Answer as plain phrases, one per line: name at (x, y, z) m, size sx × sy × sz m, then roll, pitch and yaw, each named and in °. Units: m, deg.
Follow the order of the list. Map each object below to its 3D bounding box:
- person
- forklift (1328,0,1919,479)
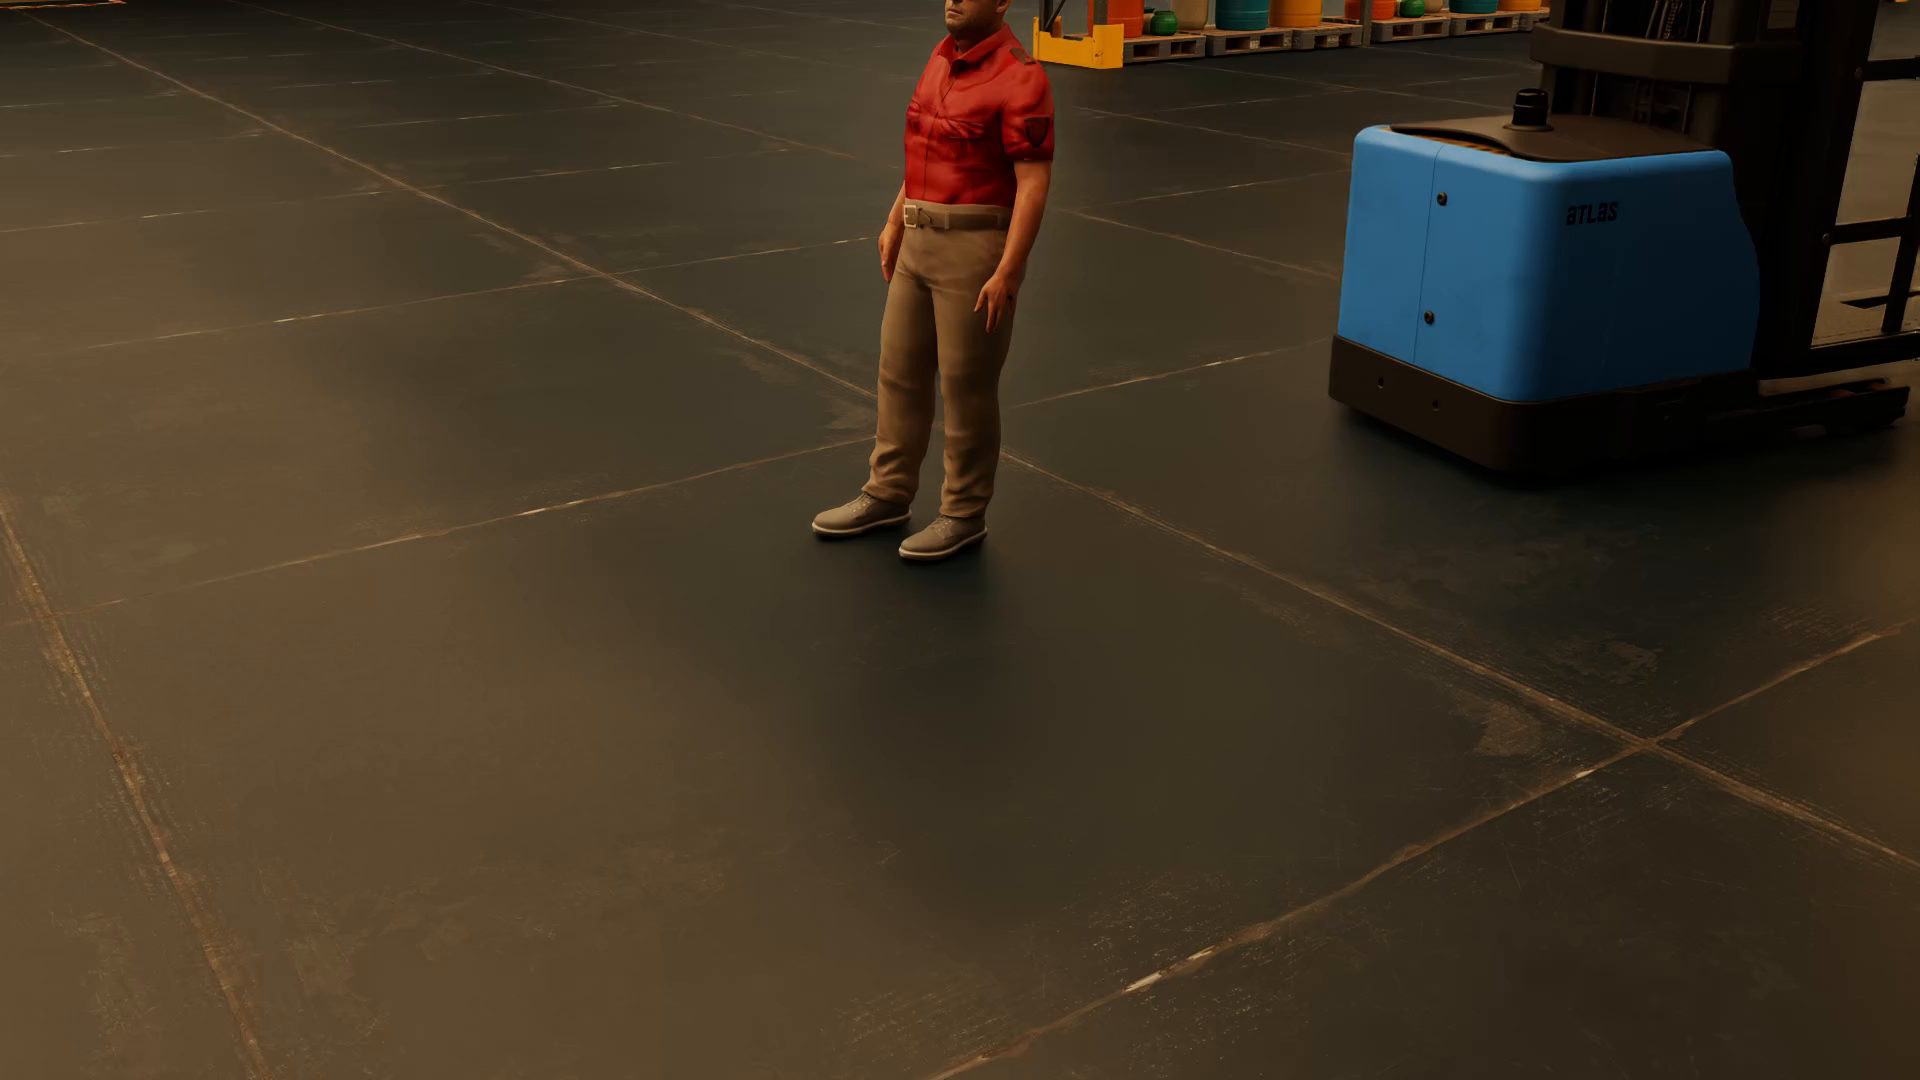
person at (-0.080, -0.793, 4.796) m, size 0.550 × 1.728 × 0.641 m, roll -15°, pitch 26°, yaw -32°
forklift at (2.963, -1.916, 5.989) m, size 3.031 × 2.935 × 1.130 m, roll -10°, pitch 24°, yaw -23°
